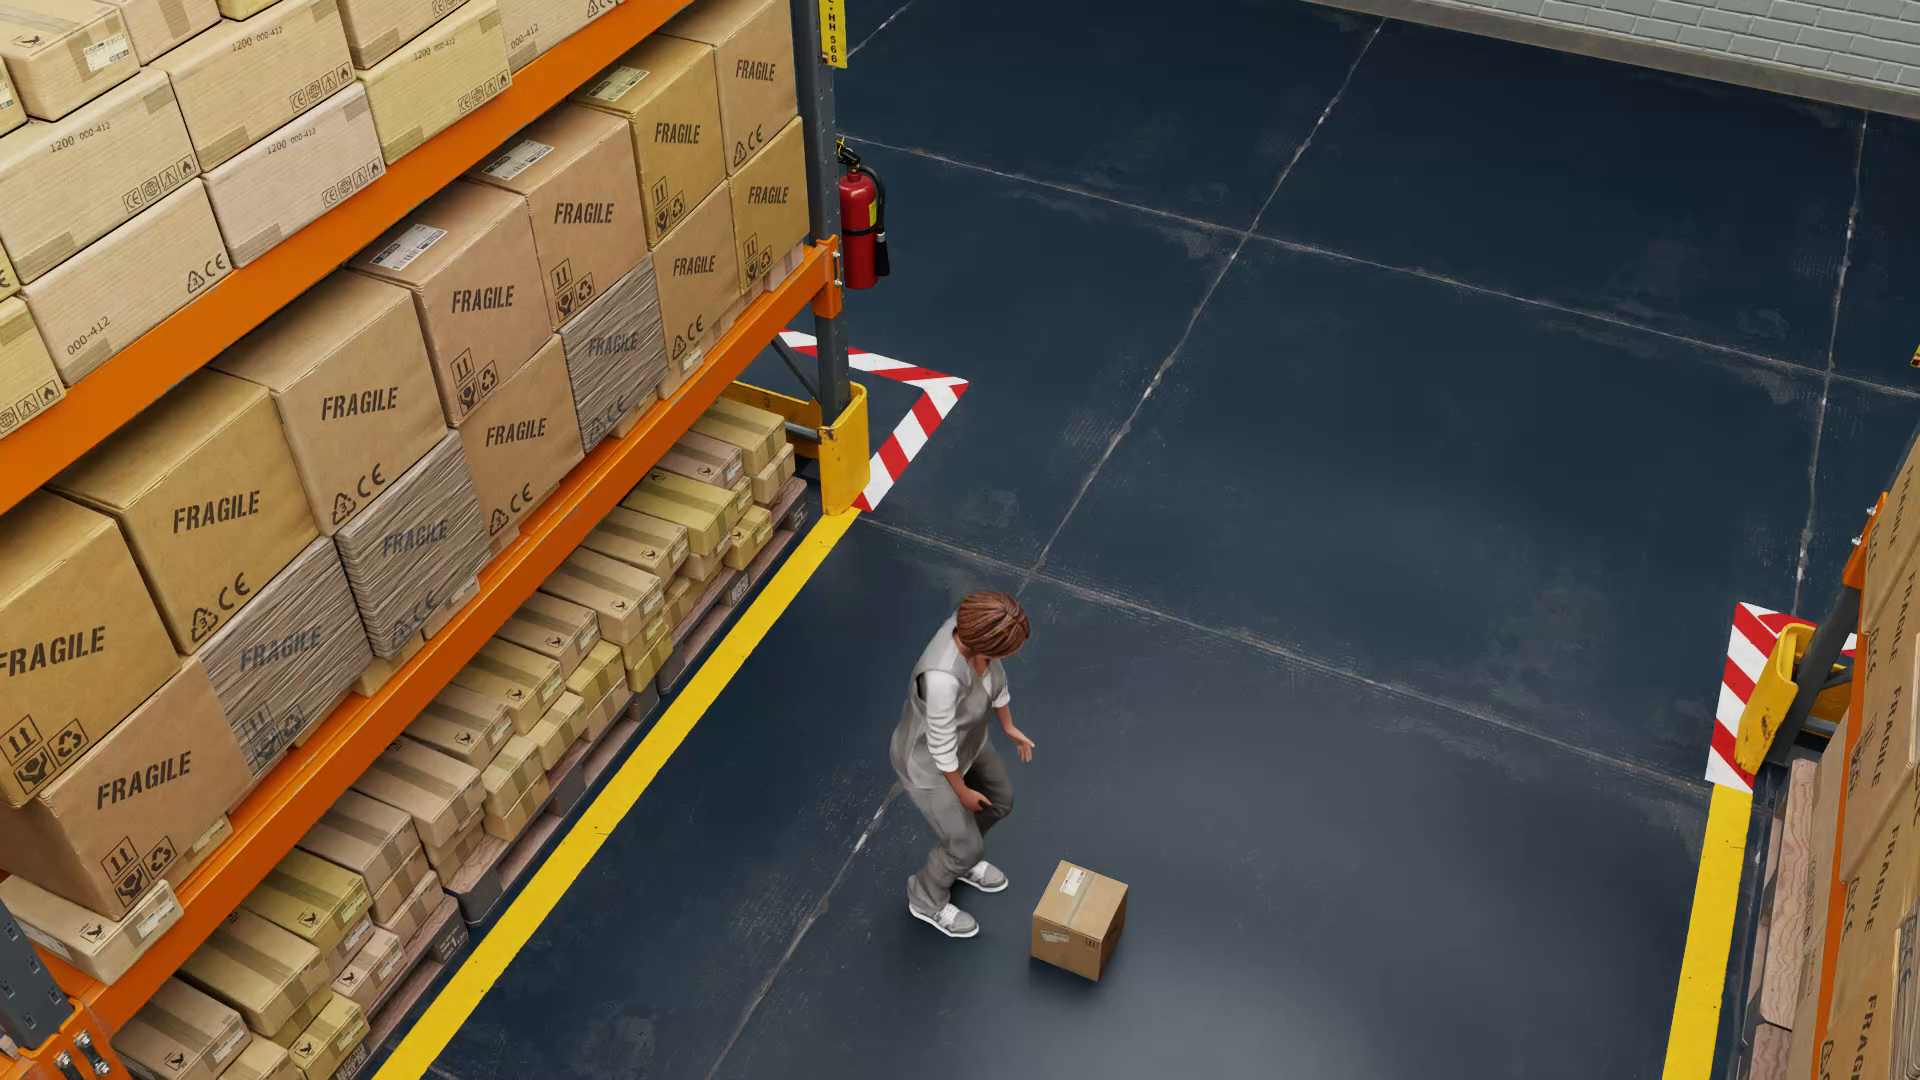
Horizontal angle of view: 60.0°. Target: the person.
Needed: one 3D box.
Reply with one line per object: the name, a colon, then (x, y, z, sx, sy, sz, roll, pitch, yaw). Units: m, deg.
person: (0.006, 0.703, 5.463, 0.437, 1.526, 0.437, 19, 46, 19)
